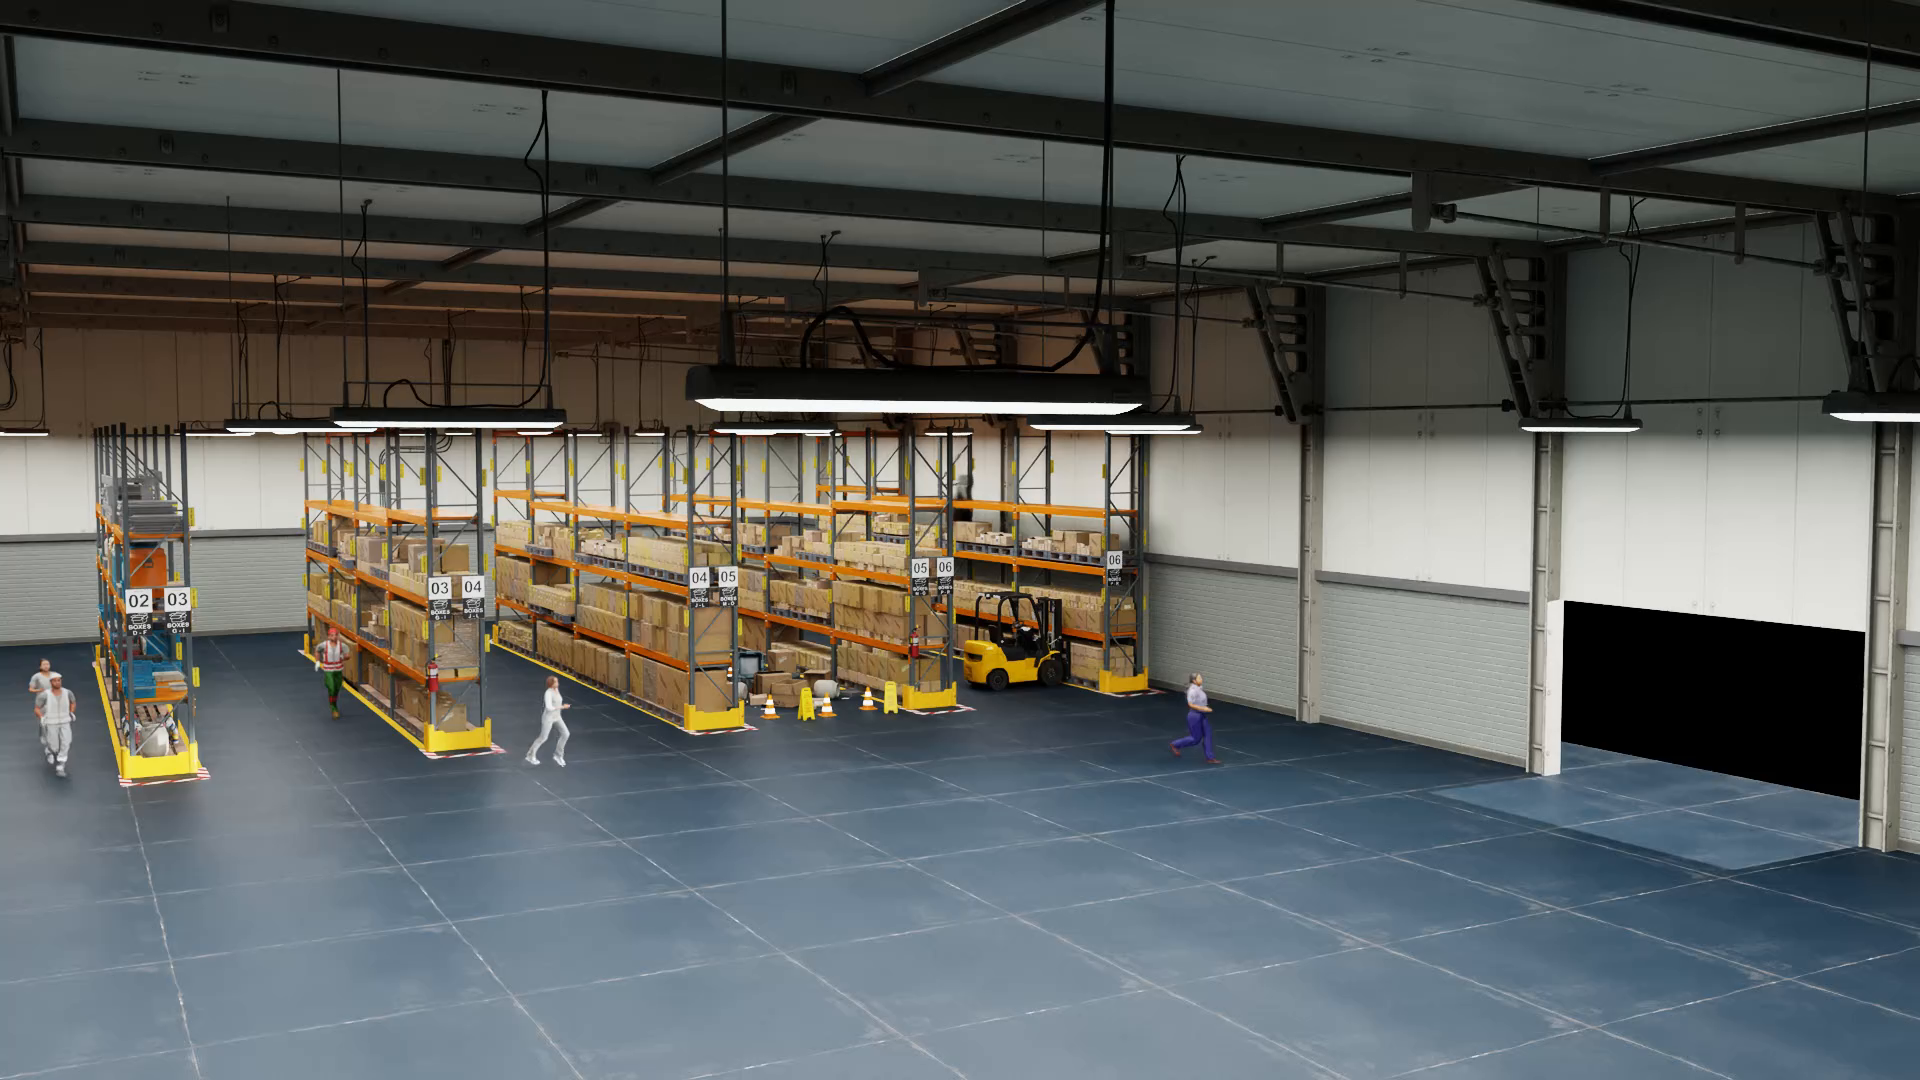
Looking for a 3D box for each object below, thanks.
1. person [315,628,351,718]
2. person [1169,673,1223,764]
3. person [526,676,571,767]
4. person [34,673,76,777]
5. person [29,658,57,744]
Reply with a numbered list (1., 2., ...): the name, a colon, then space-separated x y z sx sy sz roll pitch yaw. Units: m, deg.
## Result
1. person: -12.959 2.719 34.378 0.654 1.814 0.932 -2 4 -34
2. person: 4.178 3.143 29.304 0.932 1.602 0.621 1 4 20
3. person: -7.150 3.176 29.037 0.831 1.596 0.548 1 4 15
4. person: -15.408 3.134 28.383 0.656 1.749 0.704 -3 5 -42
5. person: -16.809 3.009 30.593 0.565 1.673 0.951 -3 4 -37
